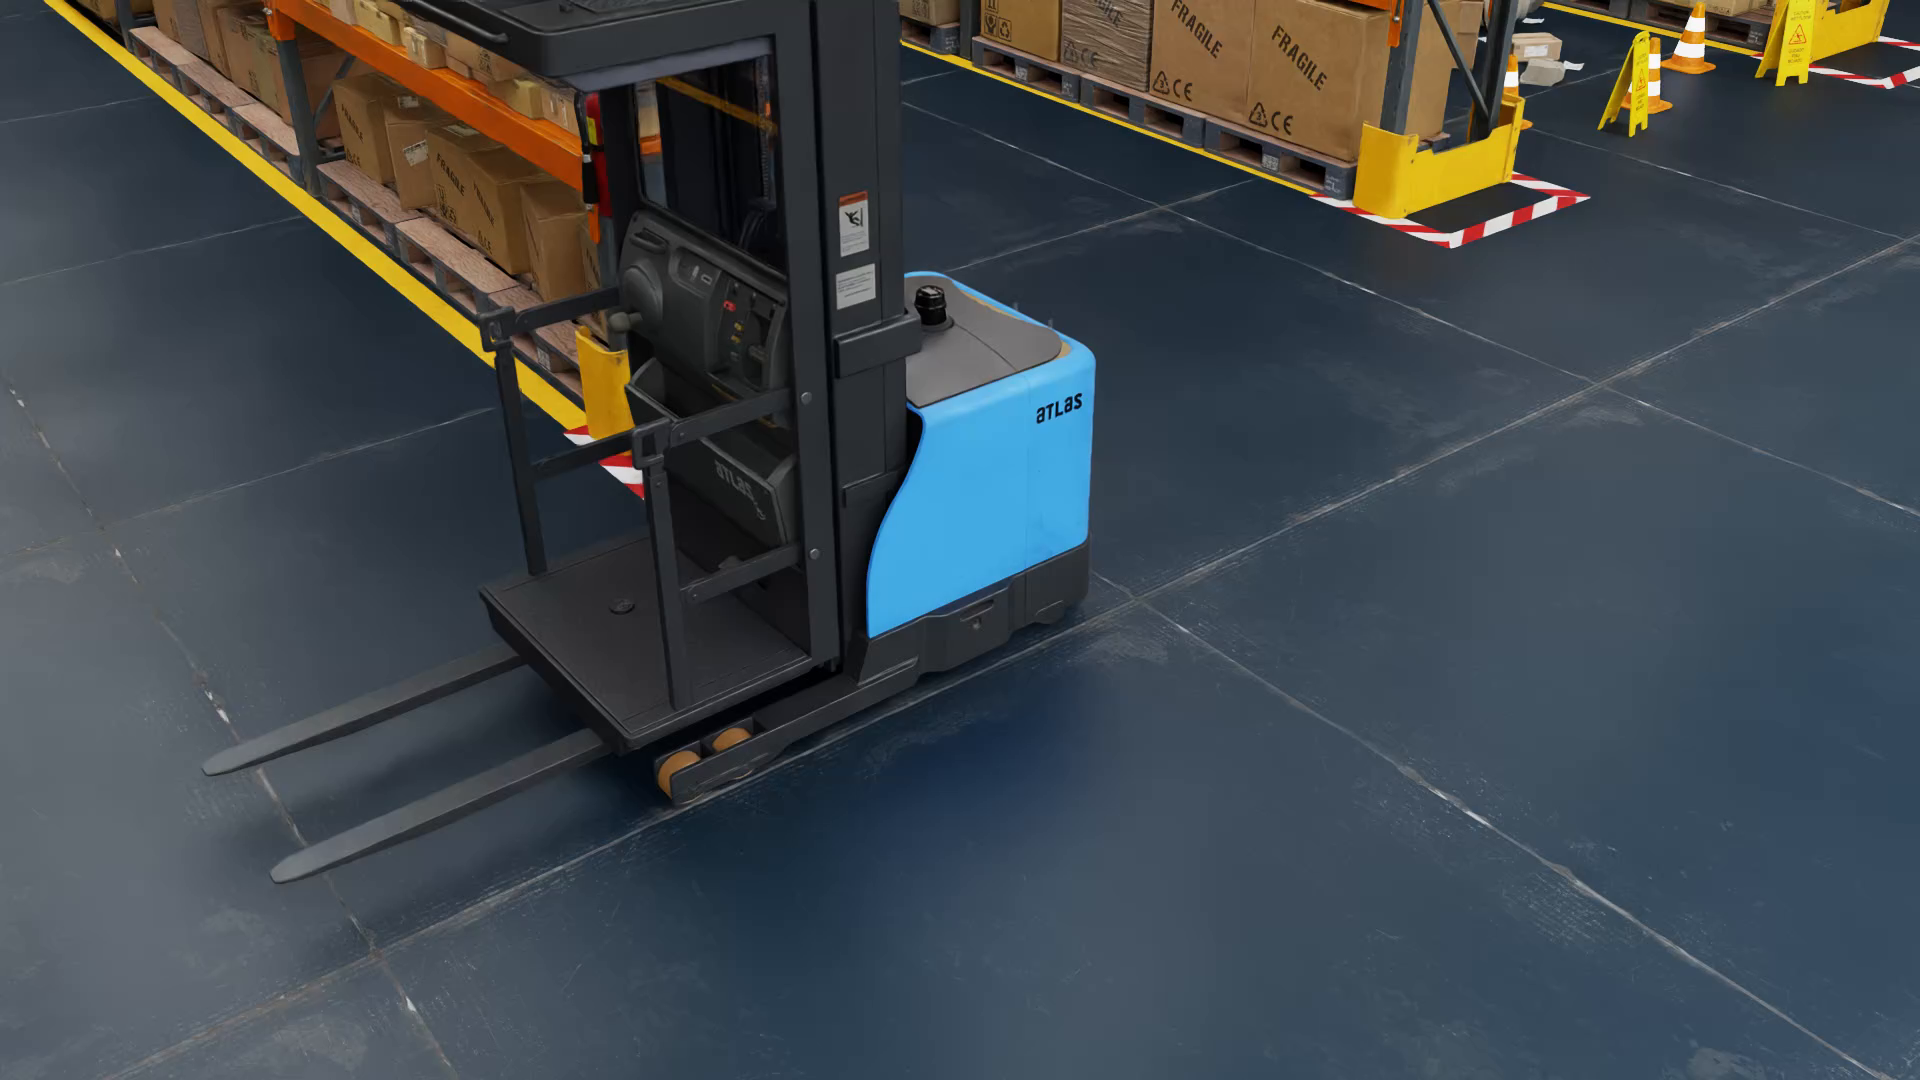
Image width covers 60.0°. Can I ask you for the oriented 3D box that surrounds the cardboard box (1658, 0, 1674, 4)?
[{"bbox_3d":[5.712,-4.542,13.428,0.500,0.250,0.500,-22,38,-31],"label":"cardboard box"}]

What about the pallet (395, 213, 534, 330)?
[{"bbox_3d":[-2.357,-1.562,9.065,1.003,0.211,1.213,-22,38,-31],"label":"pallet"}]

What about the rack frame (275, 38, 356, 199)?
[{"bbox_3d":[-3.549,-3.524,9.581,1.000,3.000,0.127,-22,38,-31],"label":"rack frame"}]

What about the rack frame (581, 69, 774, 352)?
[{"bbox_3d":[-1.096,-1.857,6.897,1.000,3.000,0.127,-22,38,-31],"label":"rack frame"}]

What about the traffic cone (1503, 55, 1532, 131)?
[{"bbox_3d":[3.680,-3.023,11.178,0.336,0.463,0.334,-22,38,-31],"label":"traffic cone"}]

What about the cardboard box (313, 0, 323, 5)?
[{"bbox_3d":[-3.336,-3.027,9.018,0.380,0.149,0.250,-22,38,-31],"label":"cardboard box"}]

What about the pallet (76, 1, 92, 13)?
[{"bbox_3d":[-7.170,-4.868,14.387,1.003,0.211,1.213,-22,38,-31],"label":"pallet"}]

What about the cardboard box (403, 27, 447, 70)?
[{"bbox_3d":[-2.437,-2.393,7.999,0.380,0.149,0.250,-22,38,-31],"label":"cardboard box"}]

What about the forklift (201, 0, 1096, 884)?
[{"bbox_3d":[-0.979,-0.709,5.114,3.031,2.935,1.130,-23,38,-32],"label":"forklift"}]

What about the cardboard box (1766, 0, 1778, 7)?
[{"bbox_3d":[6.456,-4.499,13.359,0.500,0.250,0.500,-23,38,-32],"label":"cardboard box"}]

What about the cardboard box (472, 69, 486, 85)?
[{"bbox_3d":[-2.042,-2.221,7.721,0.380,0.149,0.250,-22,38,-31],"label":"cardboard box"}]

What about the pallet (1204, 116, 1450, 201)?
[{"bbox_3d":[2.332,-2.543,10.644,1.003,0.211,1.213,-22,38,-31],"label":"pallet"}]

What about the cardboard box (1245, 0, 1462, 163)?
[{"bbox_3d":[2.416,-2.957,10.283,0.875,0.875,0.875,-22,38,-31],"label":"cardboard box"}]

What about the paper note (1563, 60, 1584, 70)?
[{"bbox_3d":[4.580,-3.552,12.440,0.142,0.019,0.148,18,36,27],"label":"paper note"}]

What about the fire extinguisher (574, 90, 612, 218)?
[{"bbox_3d":[-1.390,-1.627,6.600,0.296,0.674,0.183,-22,38,-31],"label":"fire extinguisher"}]

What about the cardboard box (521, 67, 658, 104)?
[{"bbox_3d":[-1.412,-2.264,7.175,0.875,0.500,0.500,-22,38,-31],"label":"cardboard box"}]

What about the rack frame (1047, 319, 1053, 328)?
[{"bbox_3d":[0.263,-0.431,6.590,0.240,0.900,0.006,-24,39,-33],"label":"rack frame"}]

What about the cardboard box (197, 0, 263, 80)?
[{"bbox_3d":[-4.872,-3.582,11.627,0.700,0.500,0.500,-19,37,-28],"label":"cardboard box"}]

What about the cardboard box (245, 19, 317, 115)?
[{"bbox_3d":[-4.186,-3.117,10.877,0.700,0.500,0.500,-23,38,-32],"label":"cardboard box"}]

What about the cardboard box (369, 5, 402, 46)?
[{"bbox_3d":[-2.724,-2.610,8.347,0.380,0.149,0.250,-22,38,-31],"label":"cardboard box"}]

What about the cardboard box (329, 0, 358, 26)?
[{"bbox_3d":[-3.055,-2.808,8.666,0.380,0.149,0.250,-22,38,-31],"label":"cardboard box"}]

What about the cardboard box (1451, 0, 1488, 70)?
[{"bbox_3d":[3.655,-3.916,12.578,0.637,0.503,0.797,6,32,10],"label":"cardboard box"}]

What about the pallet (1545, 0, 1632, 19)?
[{"bbox_3d":[5.471,-4.768,14.227,1.003,0.211,1.213,-22,38,-31],"label":"pallet"}]

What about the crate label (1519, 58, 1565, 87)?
[{"bbox_3d":[4.250,-3.416,12.120,0.298,0.136,0.250,12,34,19],"label":"crate label"}]

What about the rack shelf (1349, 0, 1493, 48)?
[{"bbox_3d":[1.657,-3.947,10.945,1.077,0.370,4.000,-22,38,-31],"label":"rack shelf"}]

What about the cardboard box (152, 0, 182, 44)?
[{"bbox_3d":[-5.575,-4.043,12.369,0.700,0.500,0.500,-25,39,-34],"label":"cardboard box"}]

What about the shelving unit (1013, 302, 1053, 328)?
[{"bbox_3d":[0.198,-0.472,6.657,0.258,0.900,0.210,-24,39,-33],"label":"shelving unit"}]

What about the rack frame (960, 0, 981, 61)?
[{"bbox_3d":[0.431,-5.087,12.097,1.000,3.000,0.127,-22,38,-31],"label":"rack frame"}]

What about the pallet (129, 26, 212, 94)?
[{"bbox_3d":[-5.524,-3.680,12.476,1.003,0.211,1.213,-22,38,-31],"label":"pallet"}]

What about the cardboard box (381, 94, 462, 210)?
[{"bbox_3d":[-2.978,-2.225,9.460,0.500,0.500,0.500,-11,33,-16],"label":"cardboard box"}]

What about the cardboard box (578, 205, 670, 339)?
[{"bbox_3d":[-1.466,-1.239,7.873,0.500,0.500,0.500,-15,35,-23],"label":"cardboard box"}]

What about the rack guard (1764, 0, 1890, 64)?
[{"bbox_3d":[6.685,-4.033,12.770,1.175,0.500,0.348,-22,38,-31],"label":"rack guard"}]

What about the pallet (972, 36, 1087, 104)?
[{"bbox_3d":[0.836,-3.560,12.282,1.003,0.211,1.213,-22,38,-31],"label":"pallet"}]

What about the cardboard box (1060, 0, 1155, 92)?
[{"bbox_3d":[1.317,-3.703,11.485,0.875,0.875,0.875,-22,38,-31],"label":"cardboard box"}]

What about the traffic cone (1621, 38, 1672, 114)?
[{"bbox_3d":[4.781,-3.247,11.539,0.336,0.463,0.334,-22,38,-31],"label":"traffic cone"}]

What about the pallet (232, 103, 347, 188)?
[{"bbox_3d":[-4.028,-2.663,10.838,1.003,0.211,1.213,-22,38,-31],"label":"pallet"}]

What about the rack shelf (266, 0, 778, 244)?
[{"bbox_3d":[-2.323,-2.385,8.429,1.077,0.370,4.000,-22,38,-31],"label":"rack shelf"}]

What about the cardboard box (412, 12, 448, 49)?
[{"bbox_3d":[-2.086,-2.656,7.806,0.875,0.500,0.500,-22,38,-31],"label":"cardboard box"}]

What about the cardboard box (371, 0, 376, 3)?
[{"bbox_3d":[-2.657,-3.090,8.505,0.875,0.500,0.500,-22,38,-31],"label":"cardboard box"}]

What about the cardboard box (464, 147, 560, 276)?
[{"bbox_3d":[-2.228,-1.744,8.686,0.500,0.500,0.500,-19,36,-27],"label":"cardboard box"}]

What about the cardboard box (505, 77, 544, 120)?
[{"bbox_3d":[-1.781,-1.994,7.356,0.380,0.149,0.250,-22,38,-31],"label":"cardboard box"}]

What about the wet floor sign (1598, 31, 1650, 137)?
[{"bbox_3d":[4.466,-3.048,11.046,0.232,0.644,0.267,26,40,35],"label":"wet floor sign"}]

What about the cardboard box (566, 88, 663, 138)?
[{"bbox_3d":[-1.434,-1.802,7.047,0.380,0.149,0.250,-22,38,-31],"label":"cardboard box"}]
